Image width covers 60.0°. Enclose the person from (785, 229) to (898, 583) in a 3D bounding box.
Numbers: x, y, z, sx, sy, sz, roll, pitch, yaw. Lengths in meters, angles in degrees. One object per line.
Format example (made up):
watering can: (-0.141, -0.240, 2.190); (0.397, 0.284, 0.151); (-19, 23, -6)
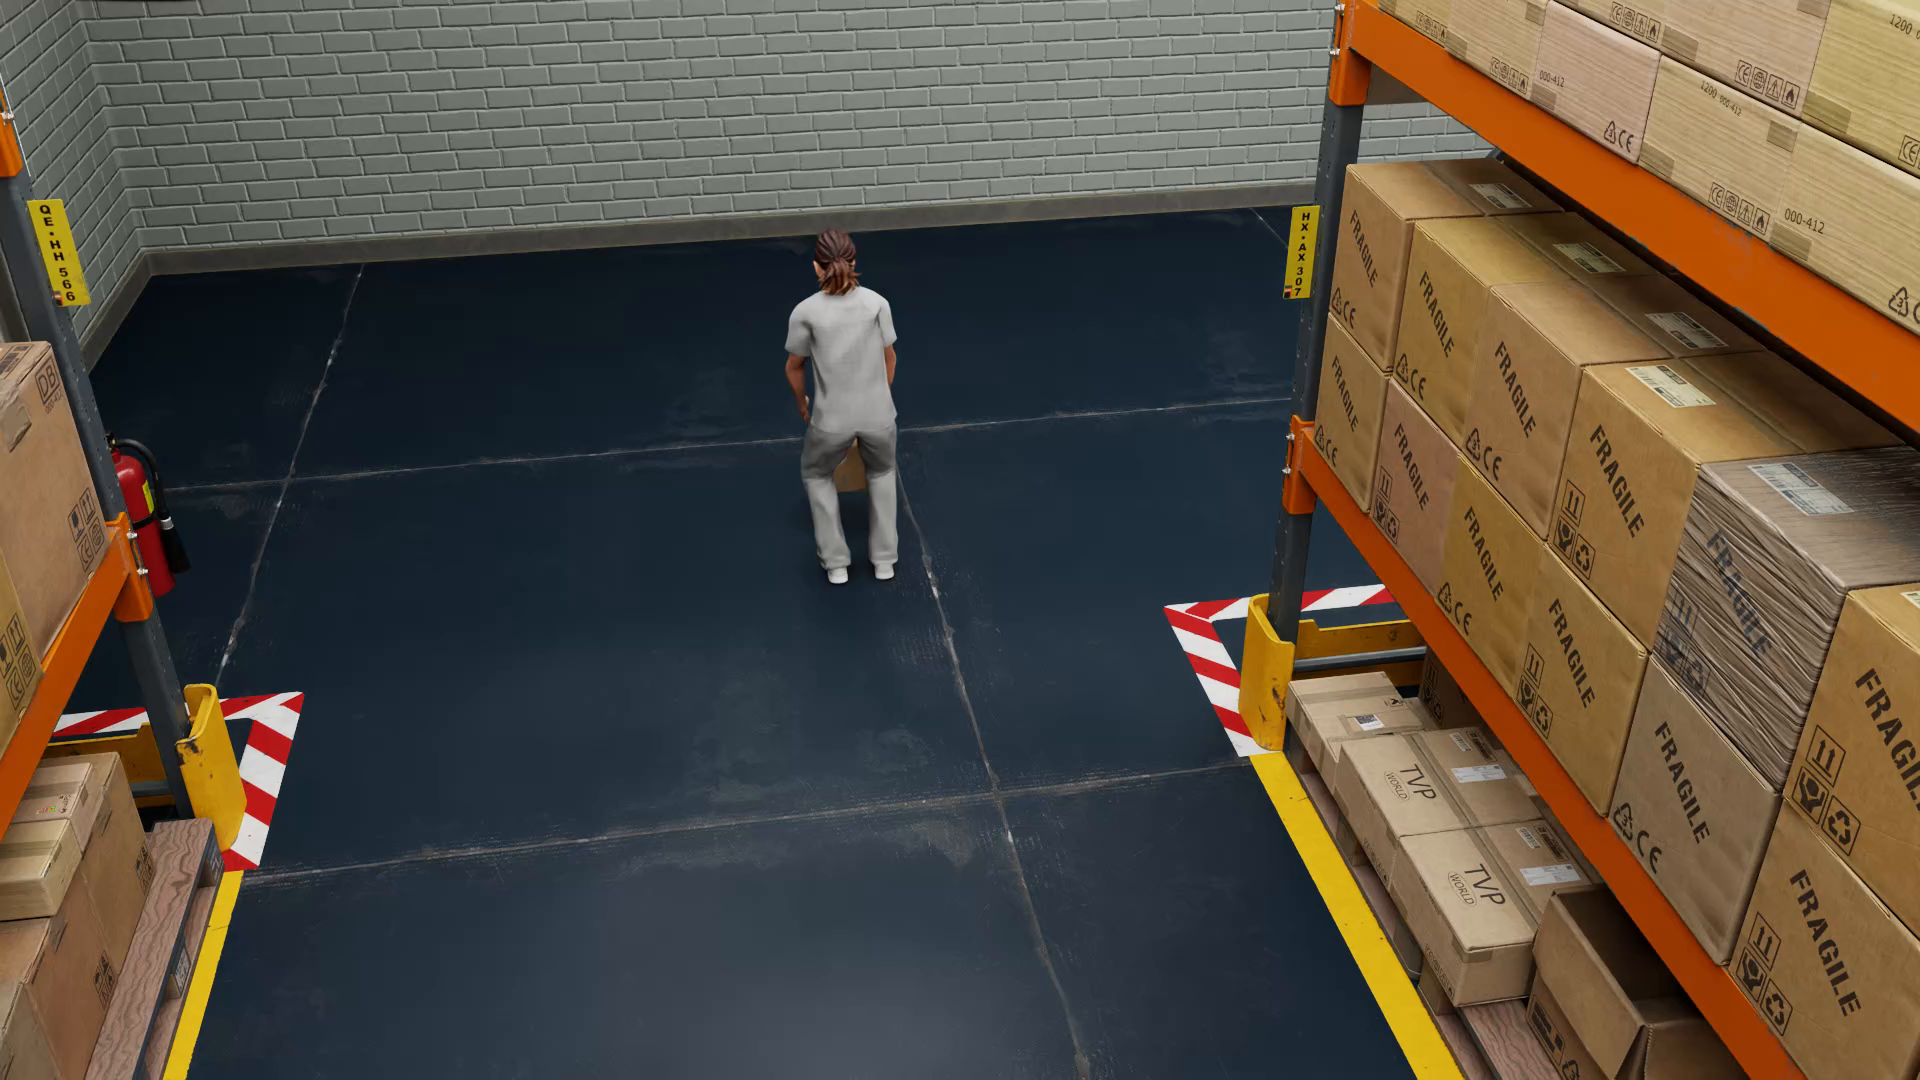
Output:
person: (-0.502, -0.550, 7.182); (0.478, 1.556, 0.489); (-5, 31, -8)
